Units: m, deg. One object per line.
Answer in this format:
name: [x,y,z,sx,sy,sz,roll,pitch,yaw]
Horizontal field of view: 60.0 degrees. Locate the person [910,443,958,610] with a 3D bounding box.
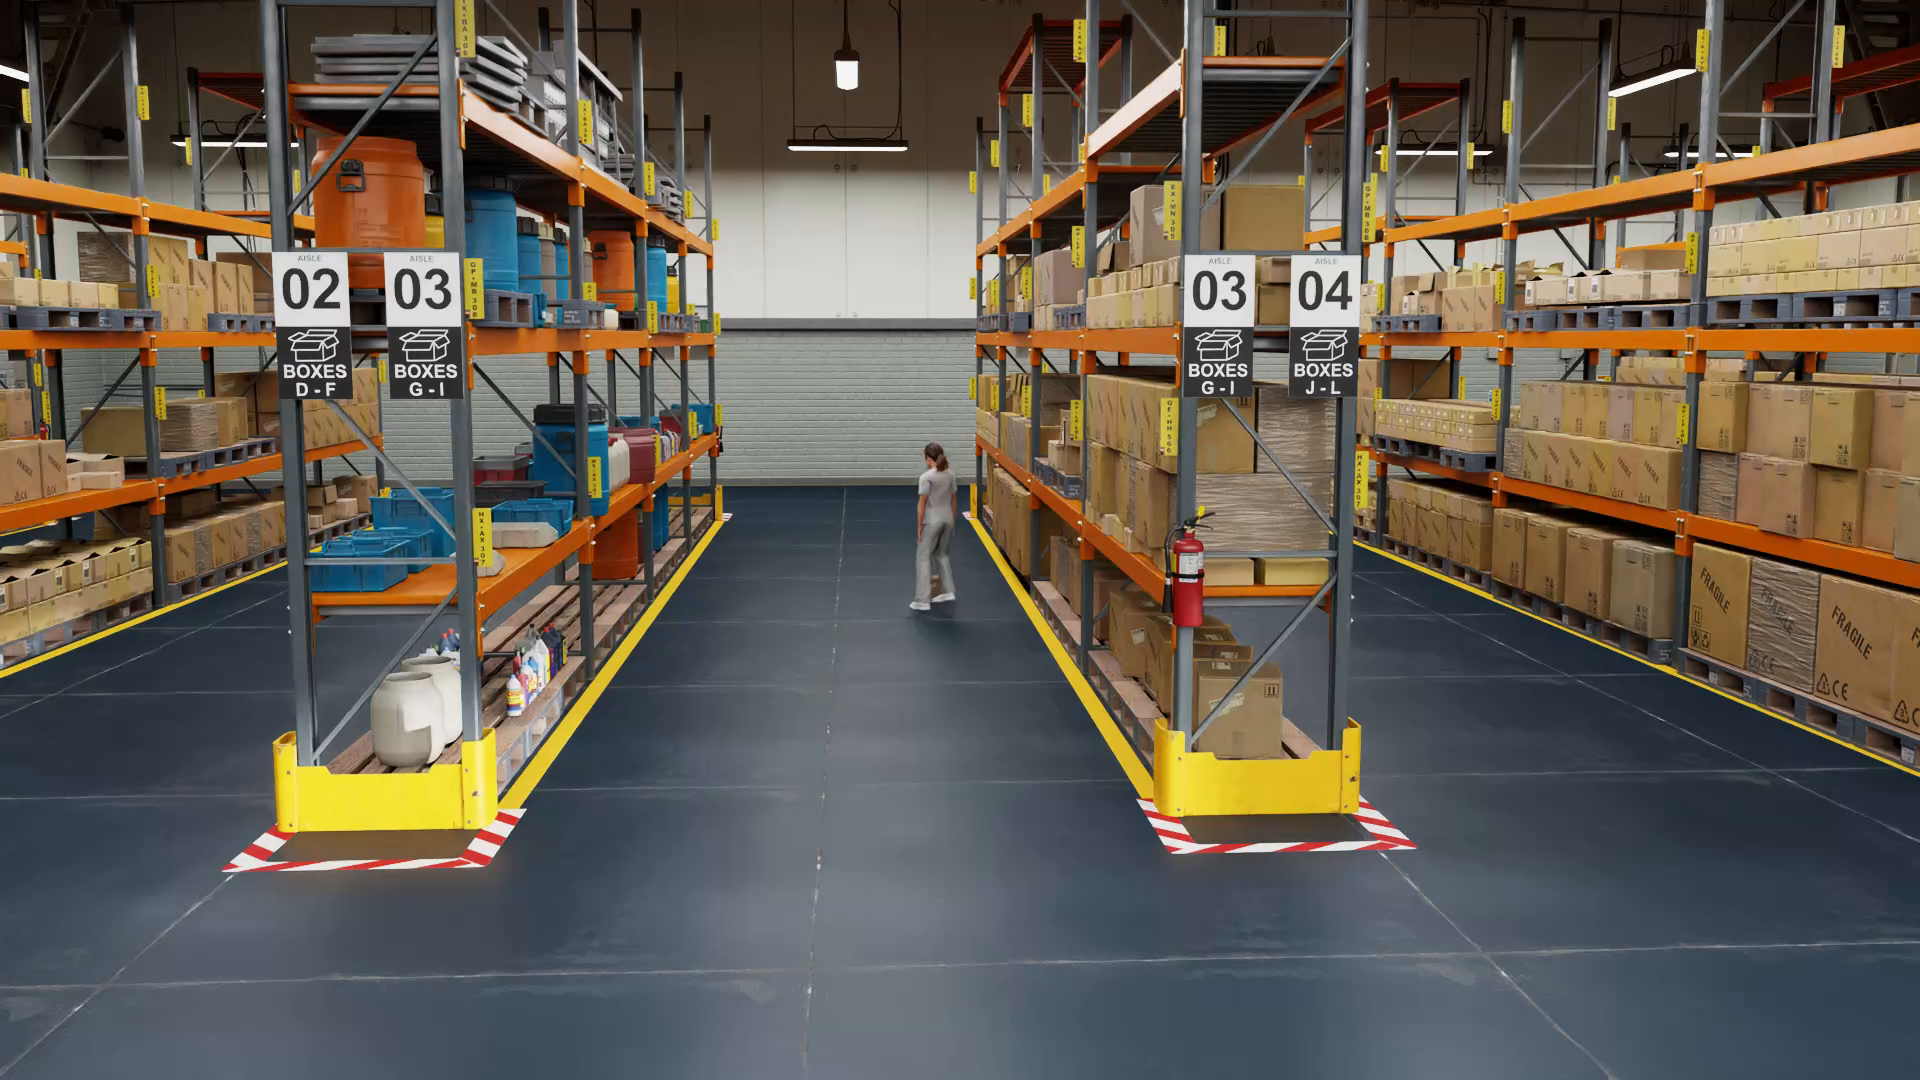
person: [-0.247,-0.142,16.710,0.481,1.675,0.399,-5,8,-34]
